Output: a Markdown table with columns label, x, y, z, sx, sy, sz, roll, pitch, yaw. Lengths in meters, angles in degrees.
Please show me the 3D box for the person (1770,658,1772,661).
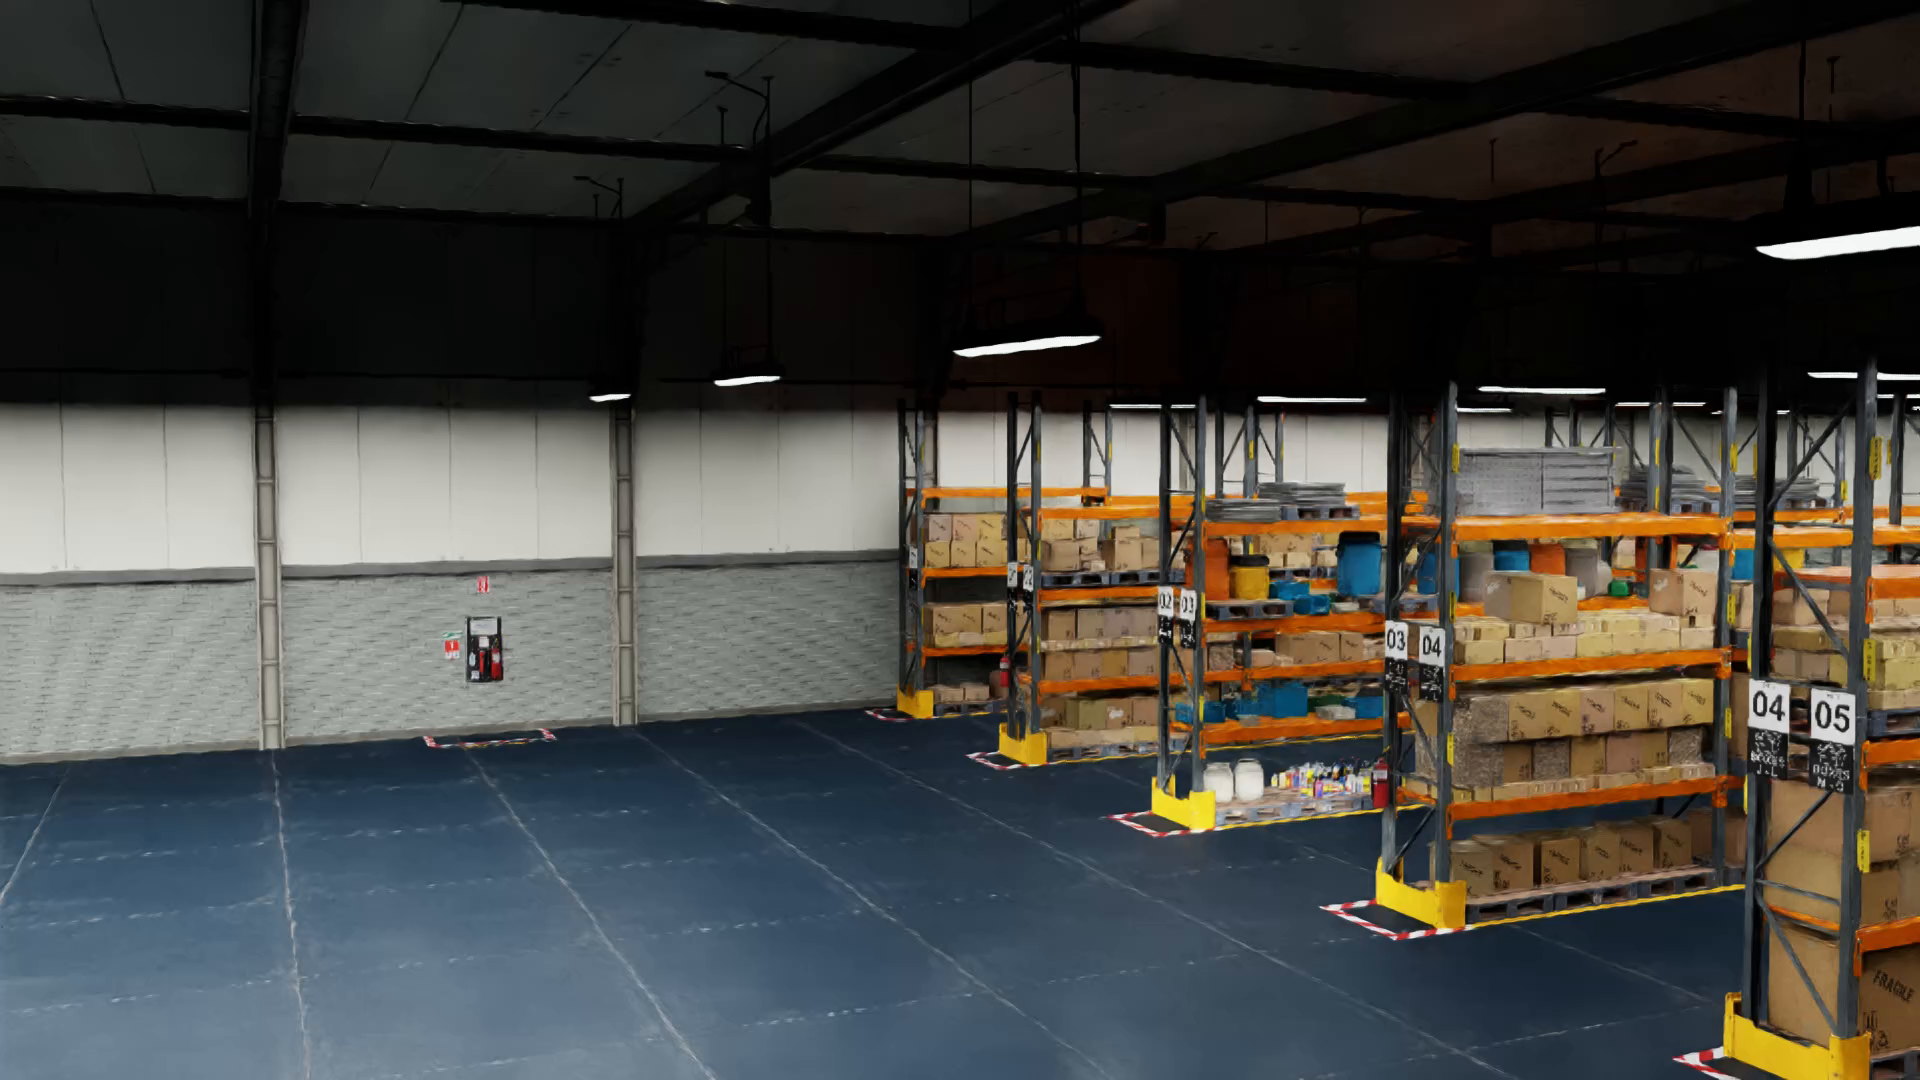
| label | x | y | z | sx | sy | sz | roll | pitch | yaw |
| --- | --- | --- | --- | --- | --- | --- | --- | --- | --- |
| person | 15.046 | 2.506 | 31.235 | 0.534 | 1.674 | 0.677 | -2 | 4 | -26 |
